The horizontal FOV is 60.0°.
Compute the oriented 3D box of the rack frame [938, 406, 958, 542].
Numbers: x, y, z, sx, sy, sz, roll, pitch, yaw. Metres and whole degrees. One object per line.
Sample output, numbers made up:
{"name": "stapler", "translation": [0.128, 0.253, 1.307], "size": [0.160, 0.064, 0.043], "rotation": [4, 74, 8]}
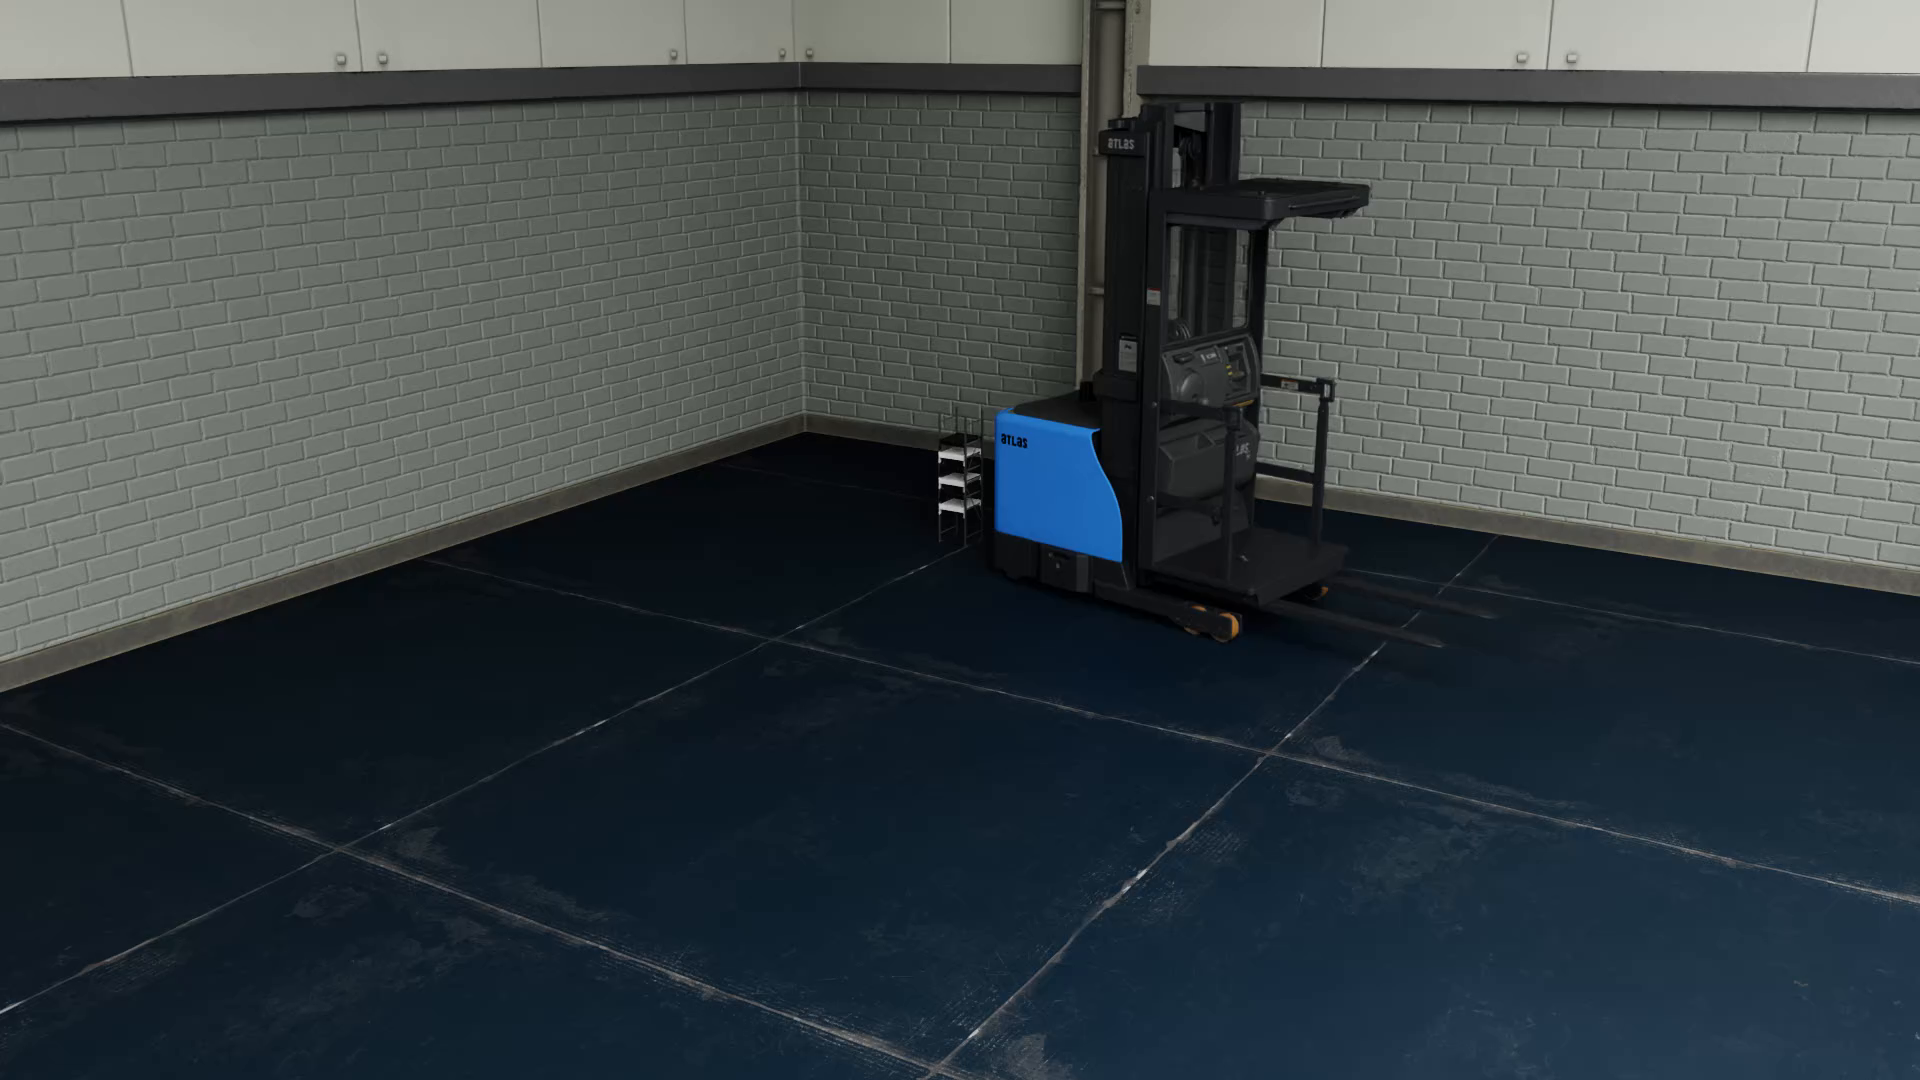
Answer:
{"name": "rack frame", "translation": [-0.080, -0.445, 11.297], "size": [0.006, 0.900, 0.240], "rotation": [10, 20, 30]}

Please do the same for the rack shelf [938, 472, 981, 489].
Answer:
{"name": "rack shelf", "translation": [0.007, -0.397, 11.256], "size": [0.200, 0.077, 0.258], "rotation": [10, 20, 30]}

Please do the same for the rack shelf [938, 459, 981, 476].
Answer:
{"name": "rack shelf", "translation": [0.007, -0.484, 11.230], "size": [0.200, 0.077, 0.258], "rotation": [10, 20, 30]}

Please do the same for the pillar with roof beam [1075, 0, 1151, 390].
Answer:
{"name": "pillar with roof beam", "translation": [-1.131, -3.705, 8.094], "size": [0.400, 9.000, 9.100], "rotation": [10, 20, 30]}

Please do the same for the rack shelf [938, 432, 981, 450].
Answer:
{"name": "rack shelf", "translation": [0.007, -0.656, 11.178], "size": [0.200, 0.077, 0.258], "rotation": [10, 20, 30]}

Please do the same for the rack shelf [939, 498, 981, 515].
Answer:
{"name": "rack shelf", "translation": [0.007, -0.225, 11.308], "size": [0.200, 0.077, 0.258], "rotation": [10, 20, 30]}

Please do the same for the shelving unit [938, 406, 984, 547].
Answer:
{"name": "shelving unit", "translation": [0.007, -0.429, 11.246], "size": [0.210, 0.900, 0.258], "rotation": [10, 20, 30]}

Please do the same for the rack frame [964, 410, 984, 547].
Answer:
{"name": "rack frame", "translation": [0.094, -0.414, 11.195], "size": [0.006, 0.900, 0.240], "rotation": [10, 20, 30]}

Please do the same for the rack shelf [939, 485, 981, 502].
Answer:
{"name": "rack shelf", "translation": [0.007, -0.311, 11.282], "size": [0.200, 0.077, 0.258], "rotation": [10, 20, 30]}

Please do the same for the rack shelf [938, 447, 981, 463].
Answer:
{"name": "rack shelf", "translation": [0.007, -0.570, 11.204], "size": [0.200, 0.077, 0.258], "rotation": [10, 20, 30]}

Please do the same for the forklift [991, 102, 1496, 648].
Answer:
{"name": "forklift", "translation": [1.630, -0.993, 9.606], "size": [3.031, 2.935, 1.130], "rotation": [15, 22, 40]}
